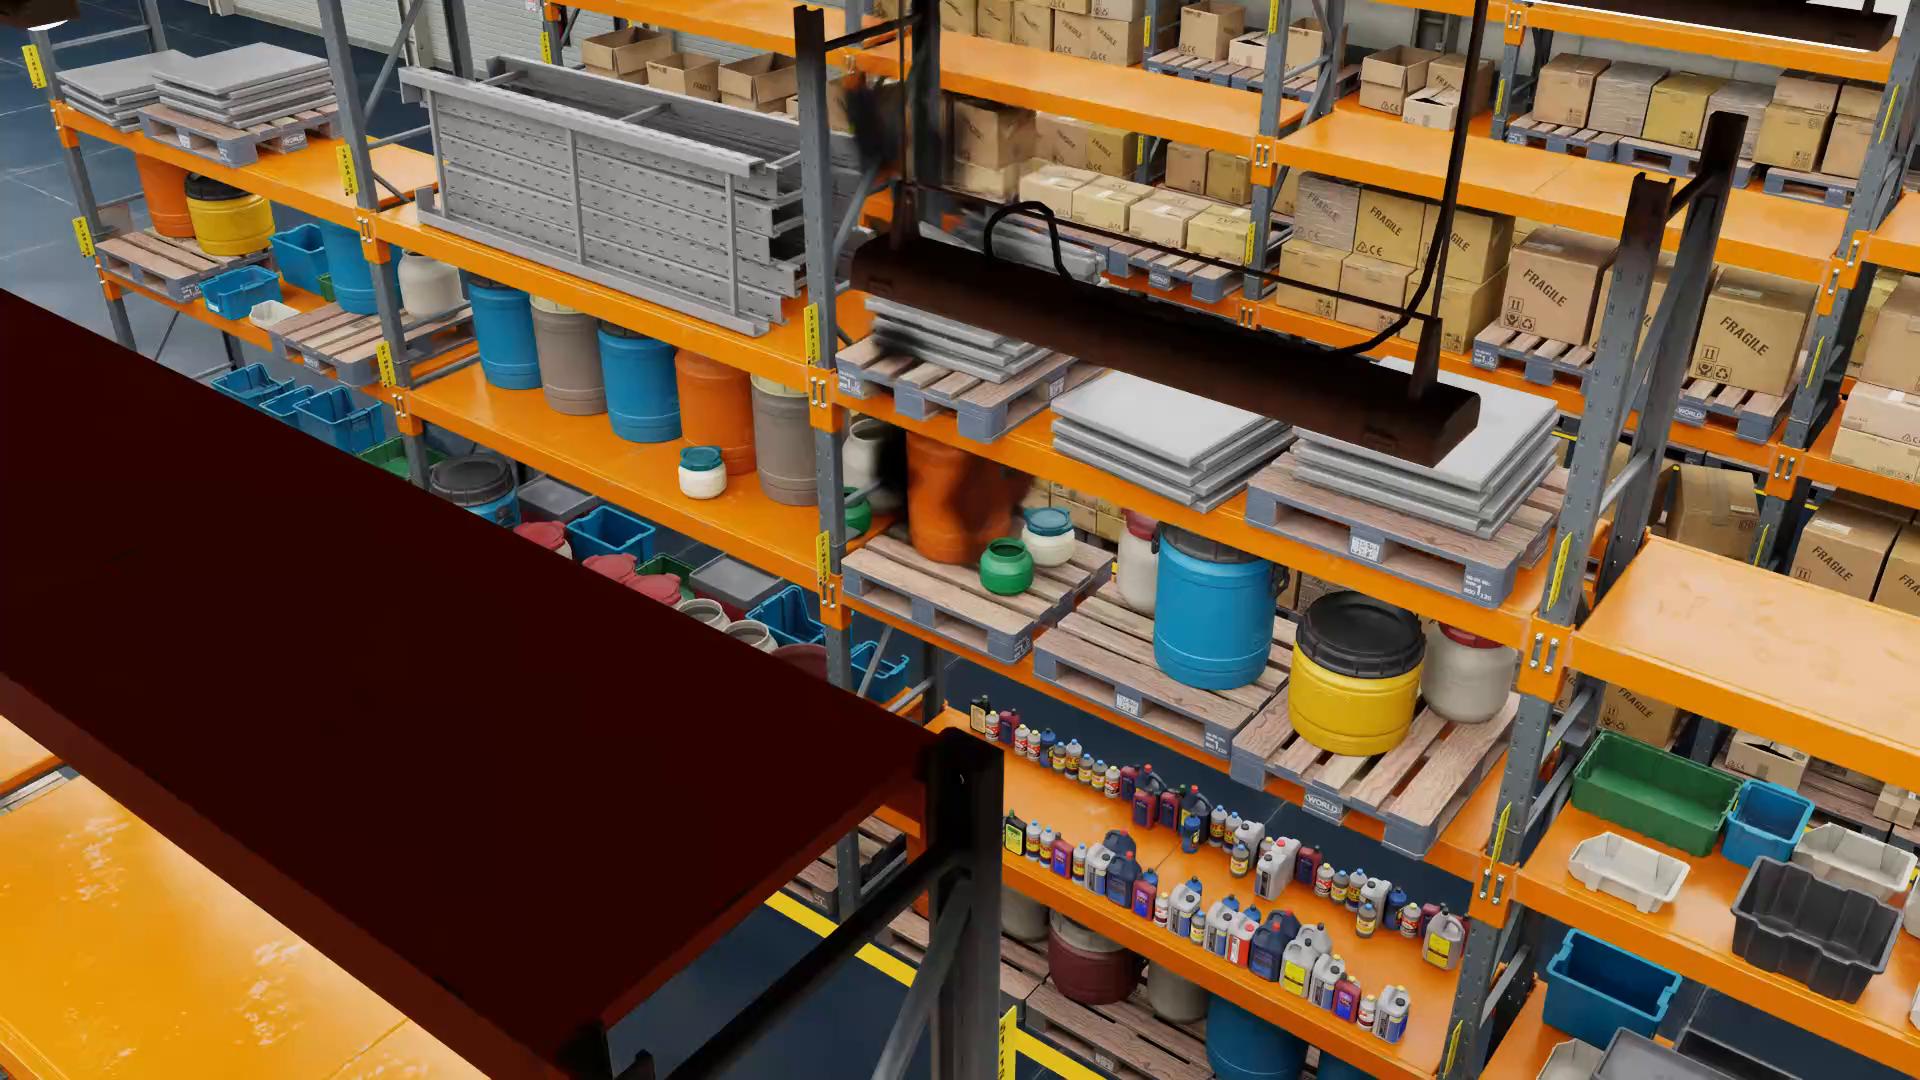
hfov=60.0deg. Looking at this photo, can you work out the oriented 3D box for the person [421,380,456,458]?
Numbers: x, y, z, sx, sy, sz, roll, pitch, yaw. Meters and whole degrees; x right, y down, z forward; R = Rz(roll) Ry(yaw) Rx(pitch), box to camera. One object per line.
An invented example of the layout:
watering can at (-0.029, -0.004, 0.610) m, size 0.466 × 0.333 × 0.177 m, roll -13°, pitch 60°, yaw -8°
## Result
person at (-5.162, -1.286, 15.851) m, size 0.761 × 1.622 × 0.523 m, roll 8°, pitch 32°, yaw 13°
